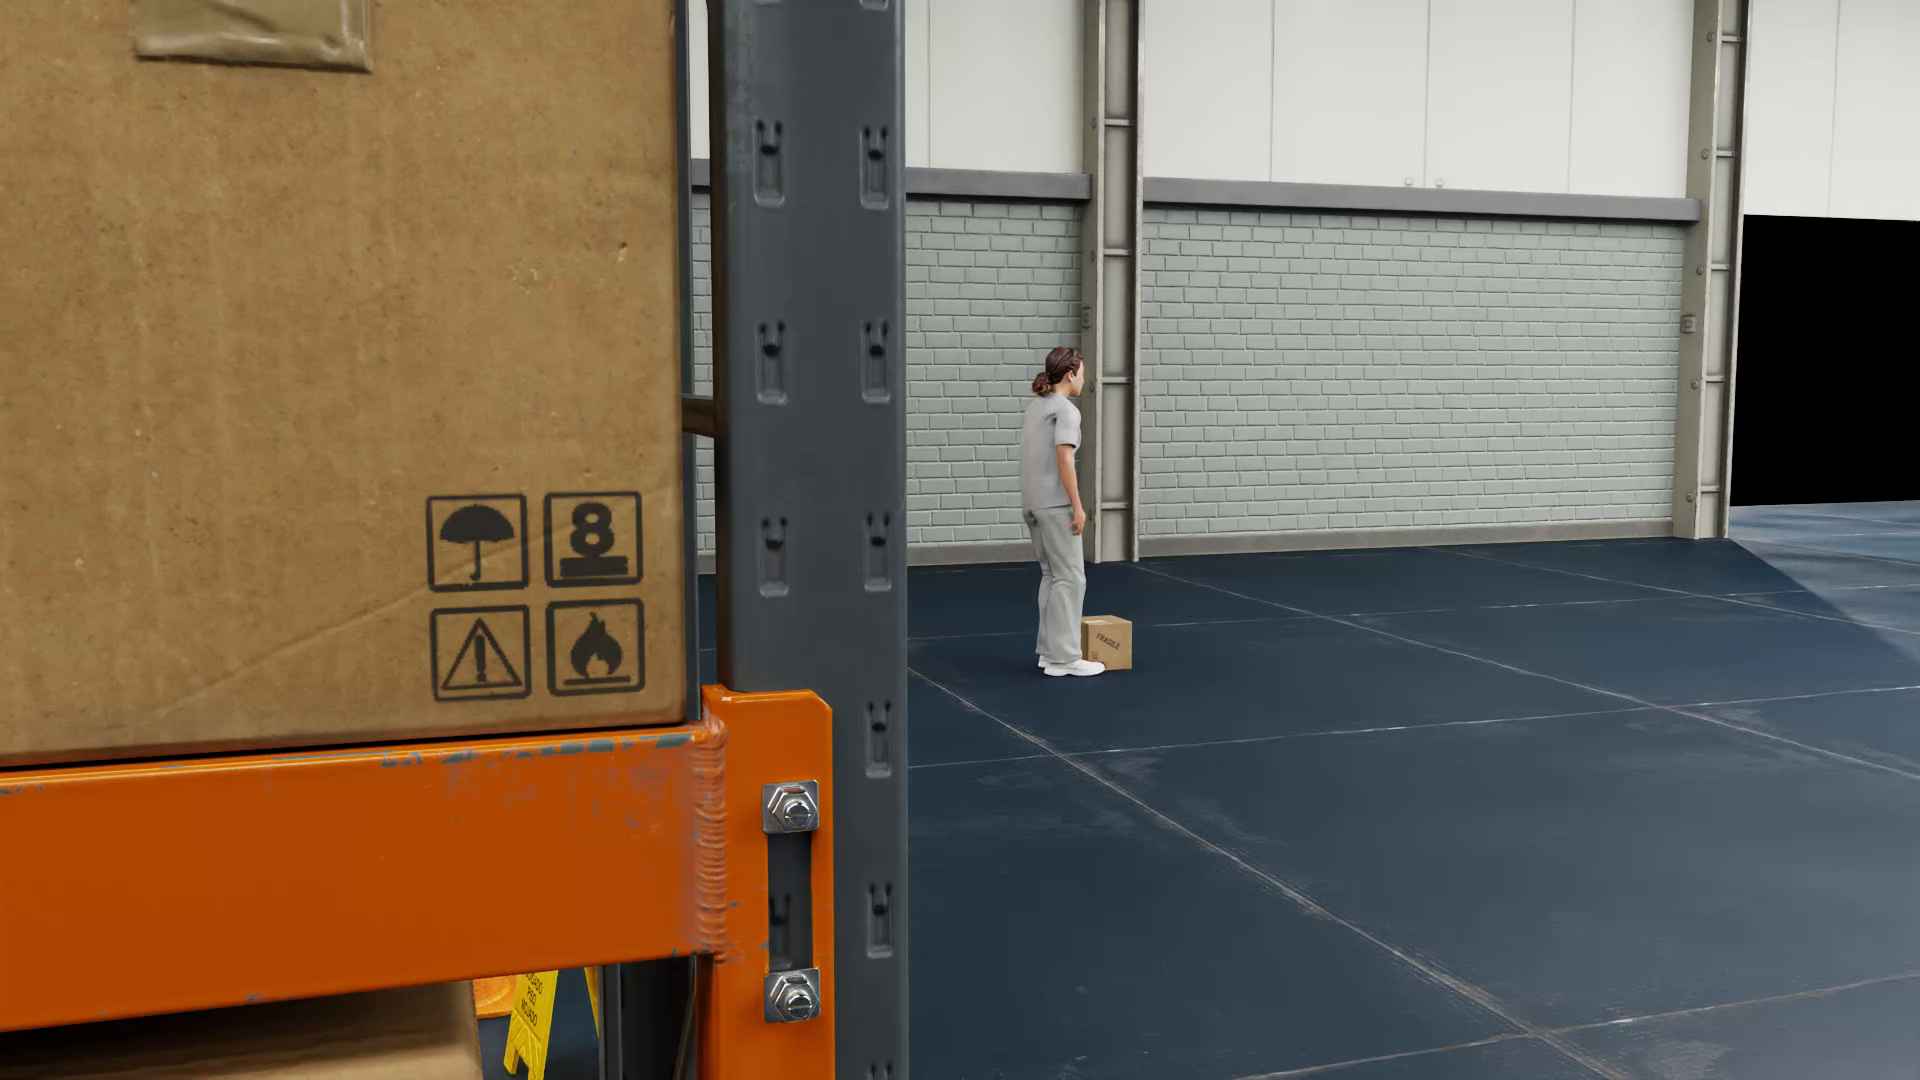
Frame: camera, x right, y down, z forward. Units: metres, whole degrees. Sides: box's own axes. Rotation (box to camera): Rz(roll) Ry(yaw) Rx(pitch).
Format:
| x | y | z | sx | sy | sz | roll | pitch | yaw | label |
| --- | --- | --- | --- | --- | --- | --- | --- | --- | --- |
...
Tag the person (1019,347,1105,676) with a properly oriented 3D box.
| x | y | z | sx | sy | sz | roll | pitch | yaw | label |
| --- | --- | --- | --- | --- | --- | --- | --- | --- | --- |
| 0.526 | -0.151 | 8.575 | 0.416 | 1.660 | 0.504 | -2 | 6 | -22 | person |
